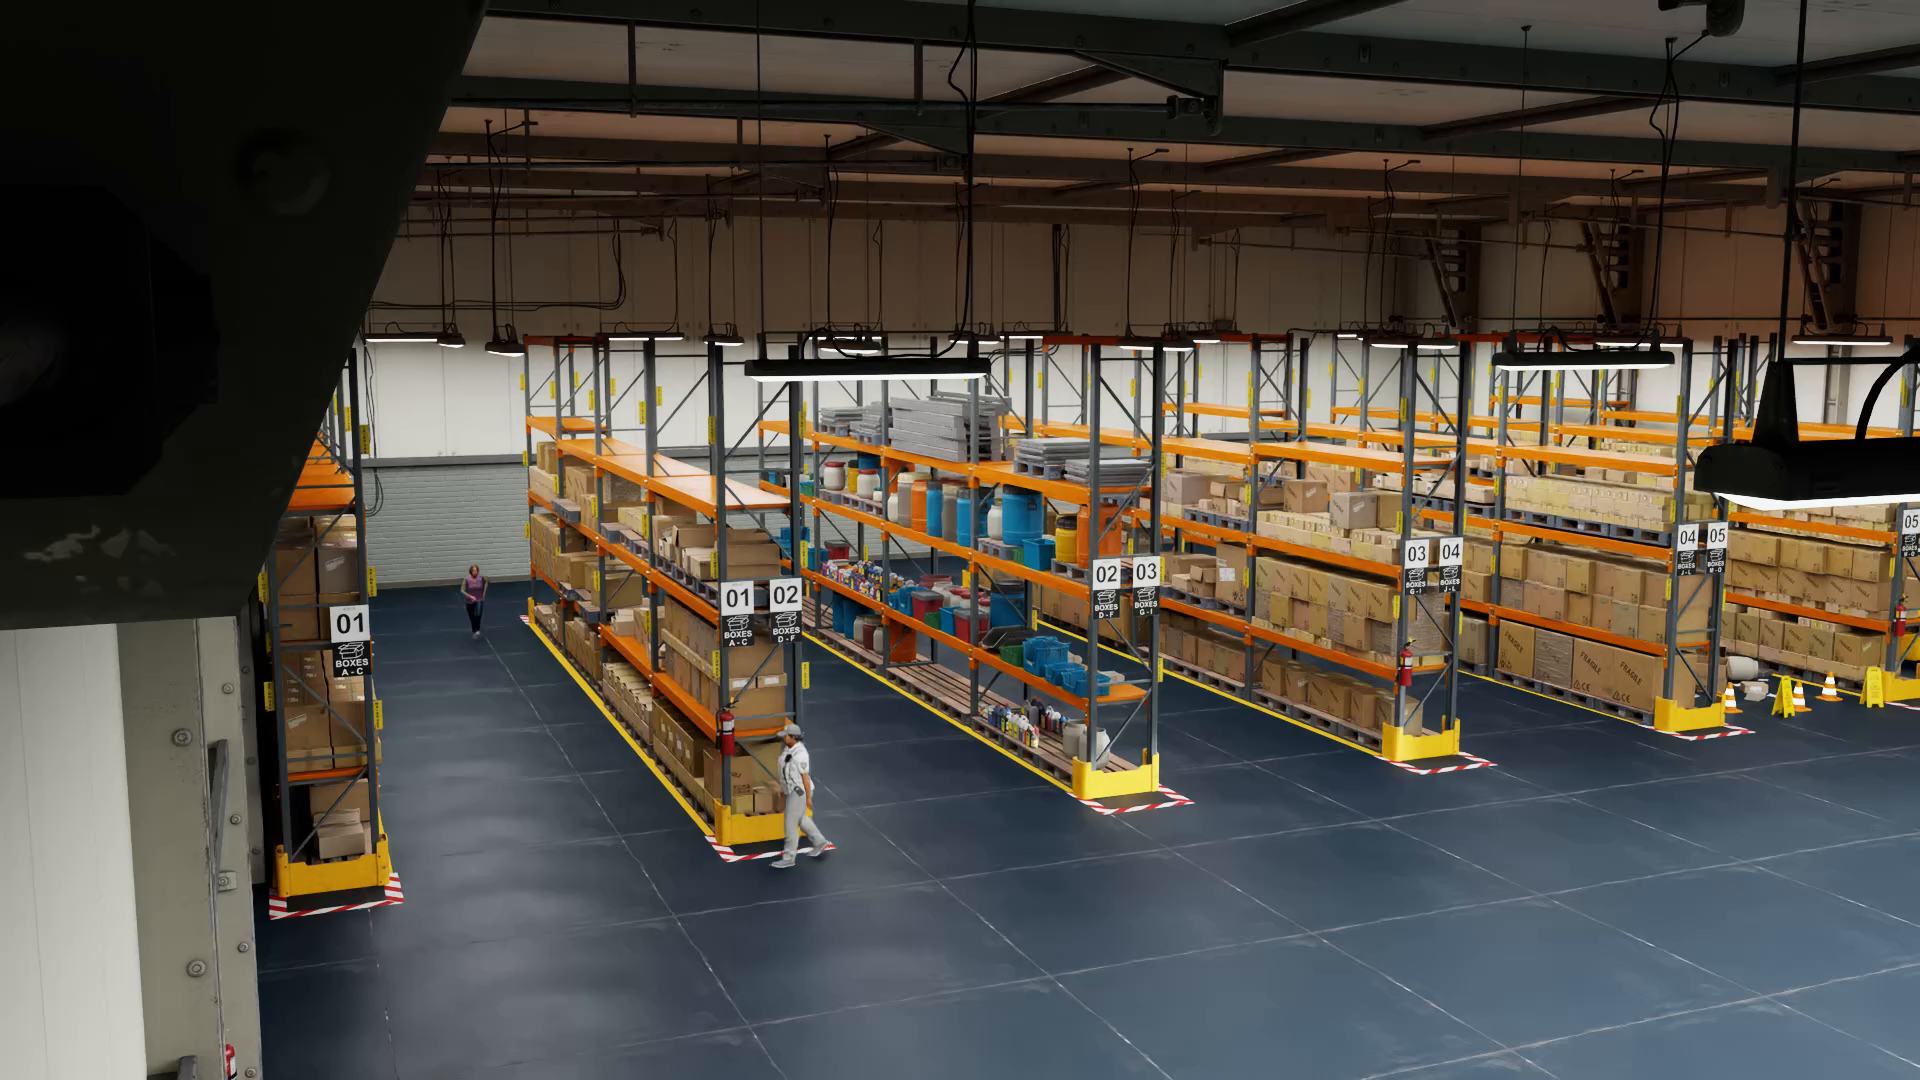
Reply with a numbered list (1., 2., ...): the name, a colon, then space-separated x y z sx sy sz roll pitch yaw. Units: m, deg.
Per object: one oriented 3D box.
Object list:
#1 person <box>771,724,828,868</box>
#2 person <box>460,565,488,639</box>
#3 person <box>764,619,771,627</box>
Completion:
1. person: -1.880 2.943 19.393 0.769 1.647 0.468 -3 8 -20
2. person: -9.562 1.211 32.782 0.515 1.514 0.787 -2 8 -13
3. person: -3.842 1.207 33.185 0.439 1.388 1.016 0 8 2
